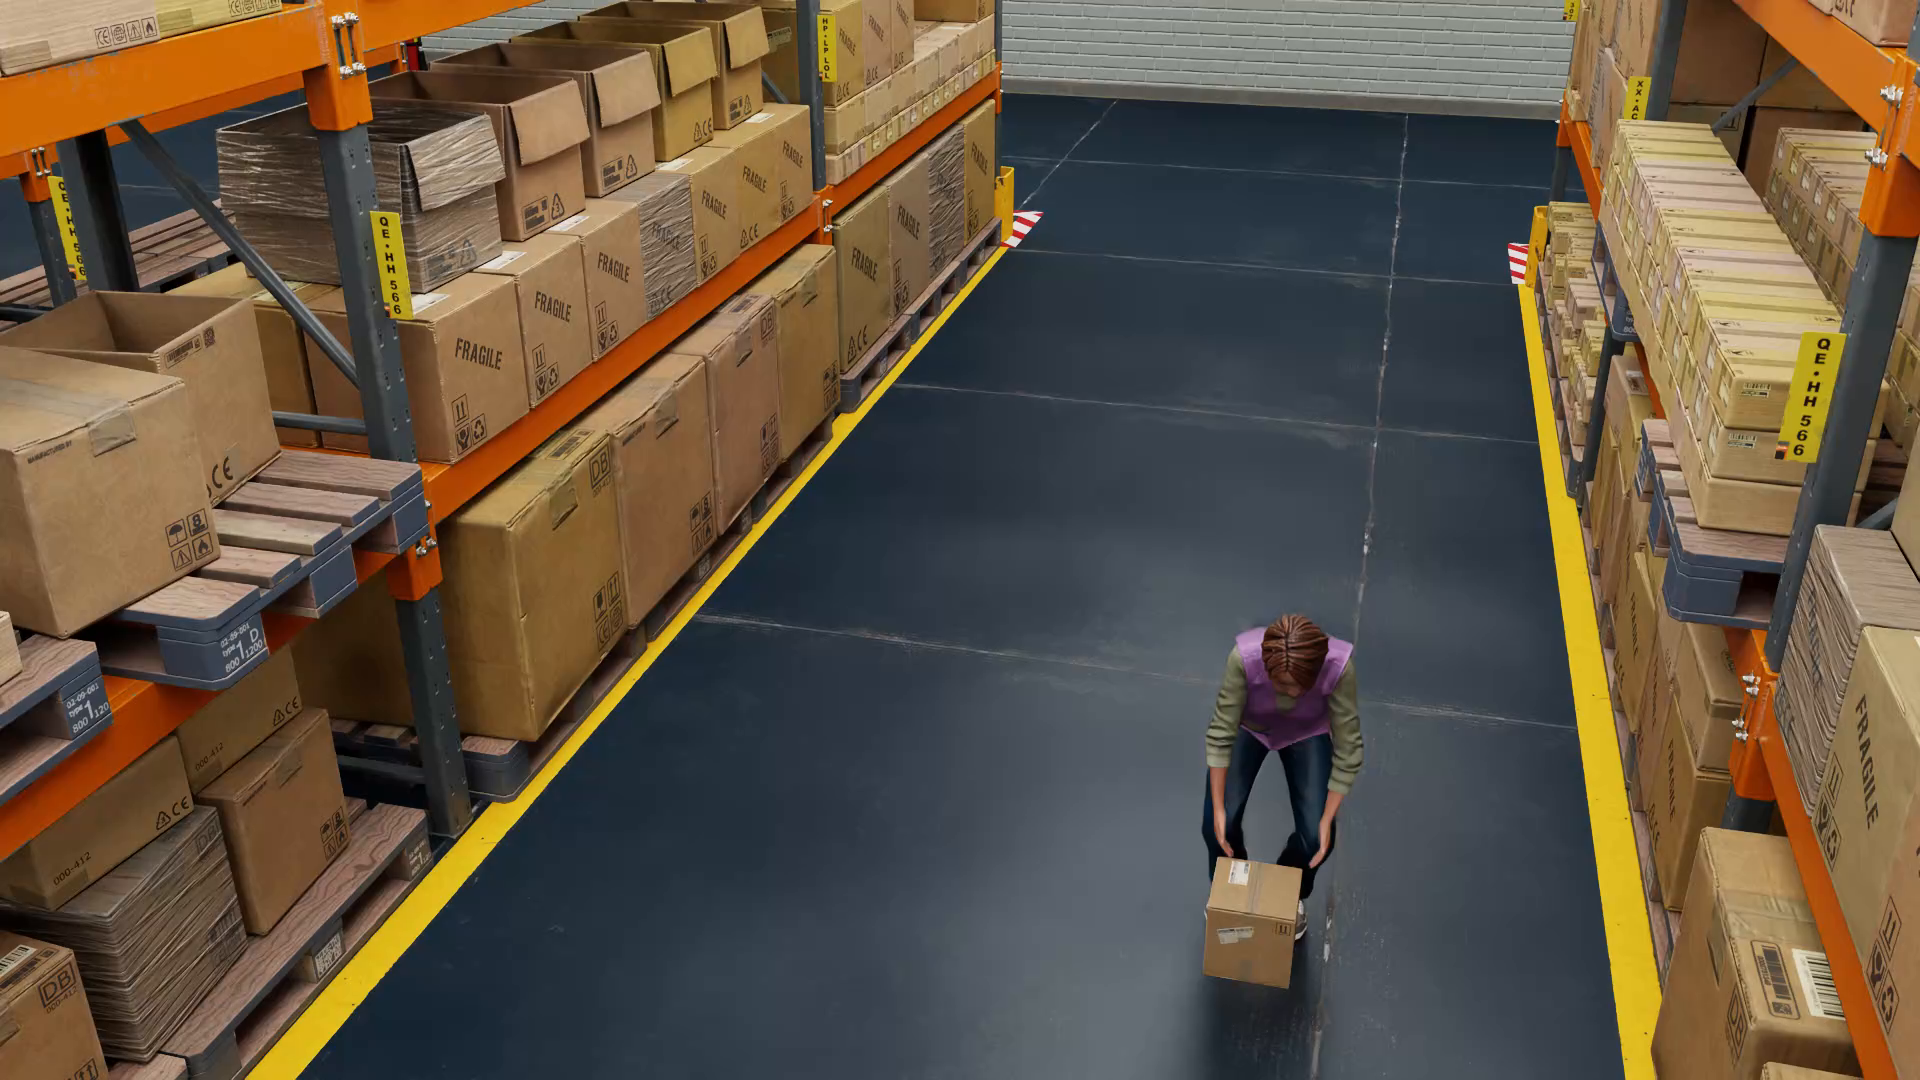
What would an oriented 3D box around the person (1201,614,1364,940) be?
[{"bbox_3d":[0.994,0.692,5.114,0.463,1.230,0.685,6,26,13],"label":"person"}]
